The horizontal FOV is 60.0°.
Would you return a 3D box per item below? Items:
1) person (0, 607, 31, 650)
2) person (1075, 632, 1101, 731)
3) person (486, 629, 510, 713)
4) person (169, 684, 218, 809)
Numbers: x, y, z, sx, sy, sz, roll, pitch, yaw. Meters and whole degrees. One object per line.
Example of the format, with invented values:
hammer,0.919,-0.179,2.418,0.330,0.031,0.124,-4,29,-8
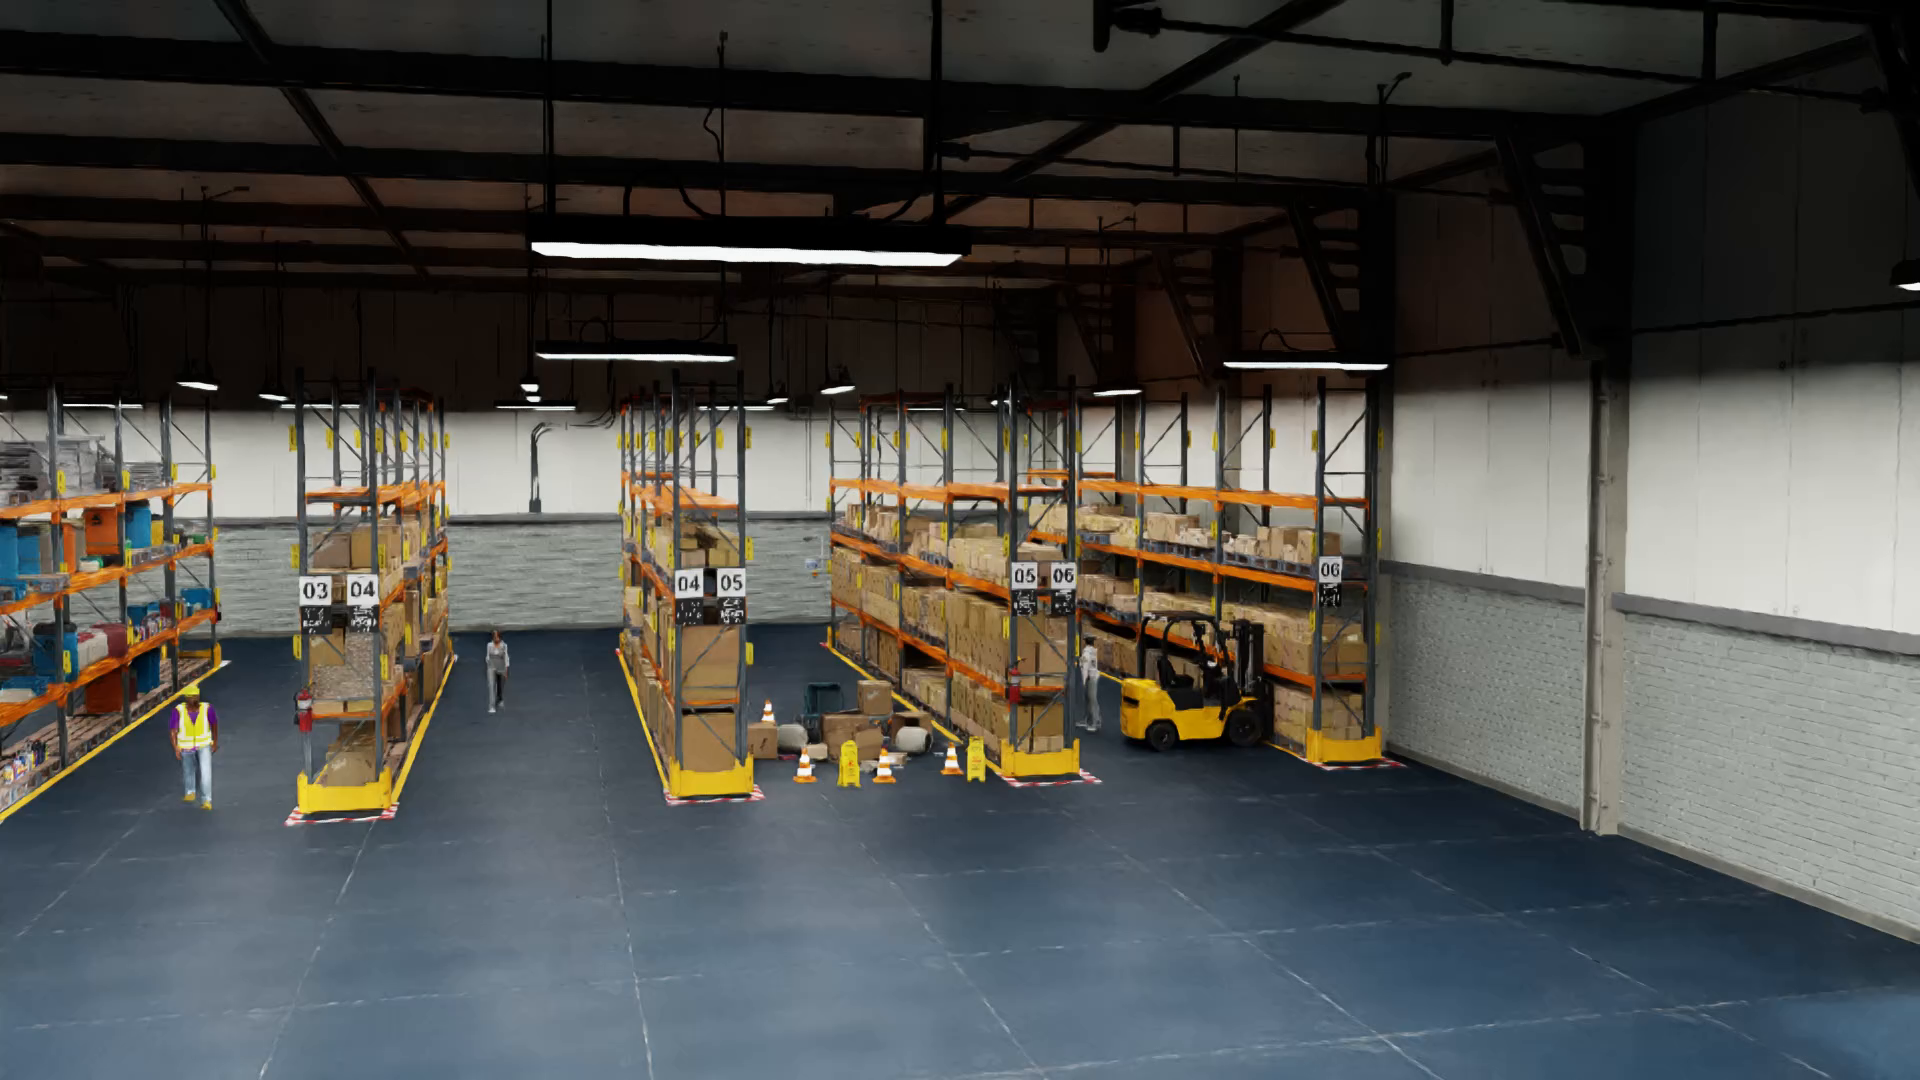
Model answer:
person,-21.334,1.900,37.577,0.682,1.714,0.844,-2,4,-31
person,2.215,2.433,28.836,0.544,1.666,0.572,1,4,17
person,-8.529,2.448,30.701,0.416,1.402,1.039,-1,4,-16
person,-10.434,2.792,22.656,0.598,1.690,1.094,-1,4,-23
